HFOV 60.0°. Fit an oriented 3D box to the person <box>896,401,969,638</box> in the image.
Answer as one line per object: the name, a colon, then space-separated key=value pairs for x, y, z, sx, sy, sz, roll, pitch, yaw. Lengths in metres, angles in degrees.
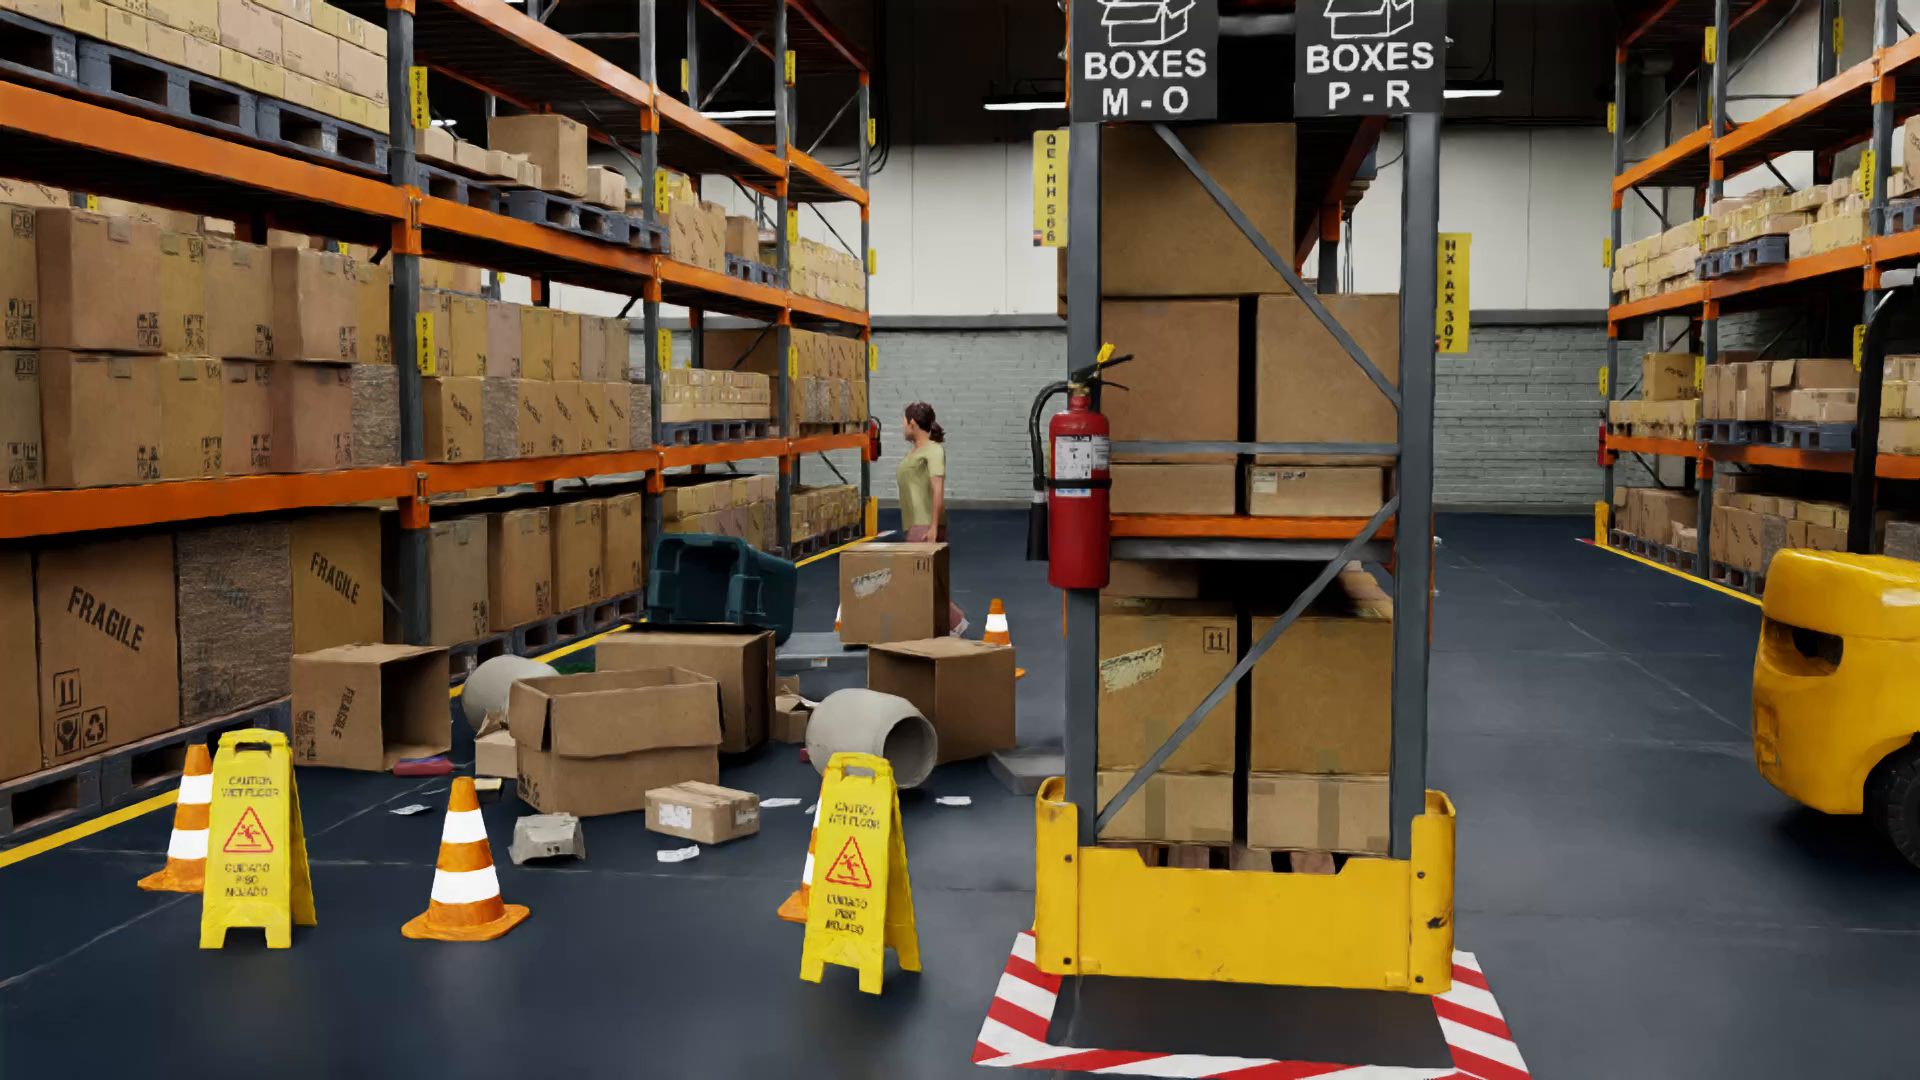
person: x=-0.250 y=-0.041 z=10.472 sx=0.476 sy=1.664 sz=0.594 roll=-2 pitch=5 yaw=-27
